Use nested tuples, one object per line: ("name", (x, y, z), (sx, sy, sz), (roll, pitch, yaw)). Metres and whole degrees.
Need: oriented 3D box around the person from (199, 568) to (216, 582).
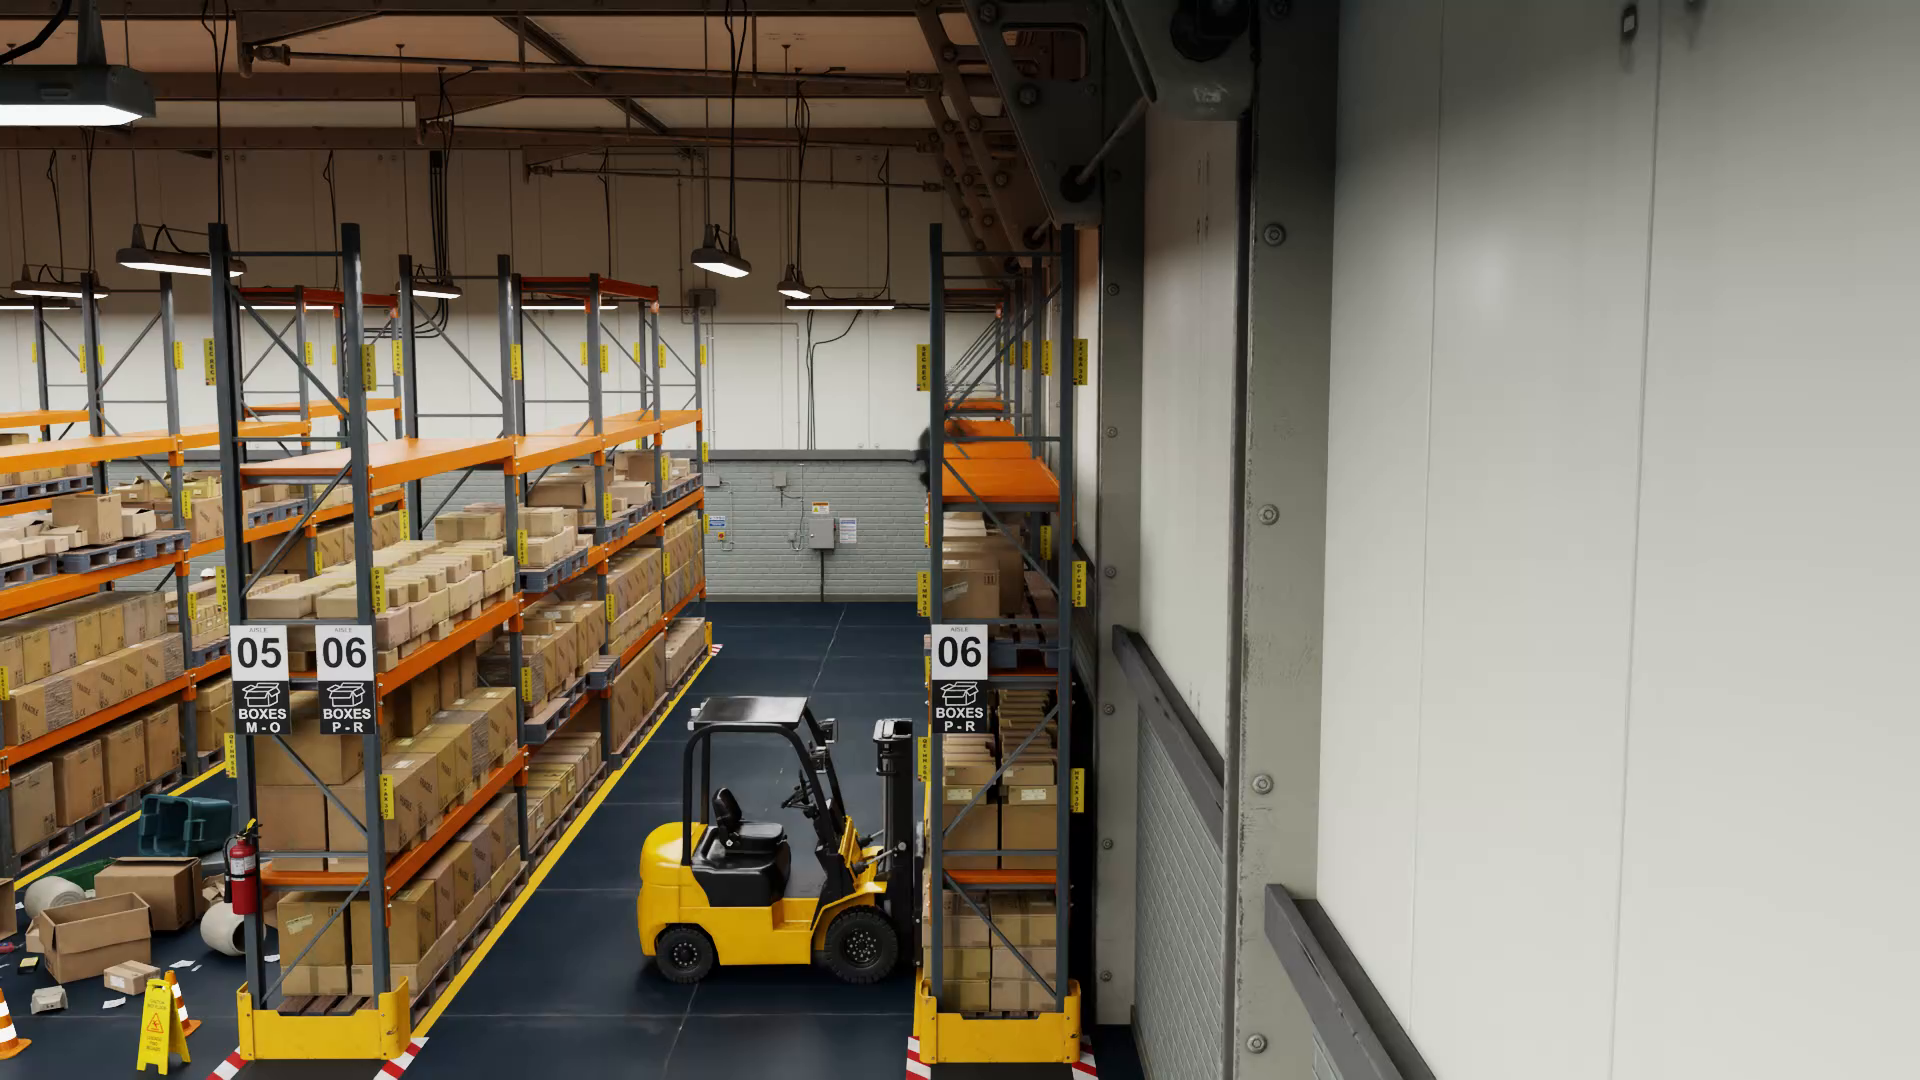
("person", (-11.476, 1.302, 25.482), (0.632, 1.755, 0.923), (0, 7, -2))
